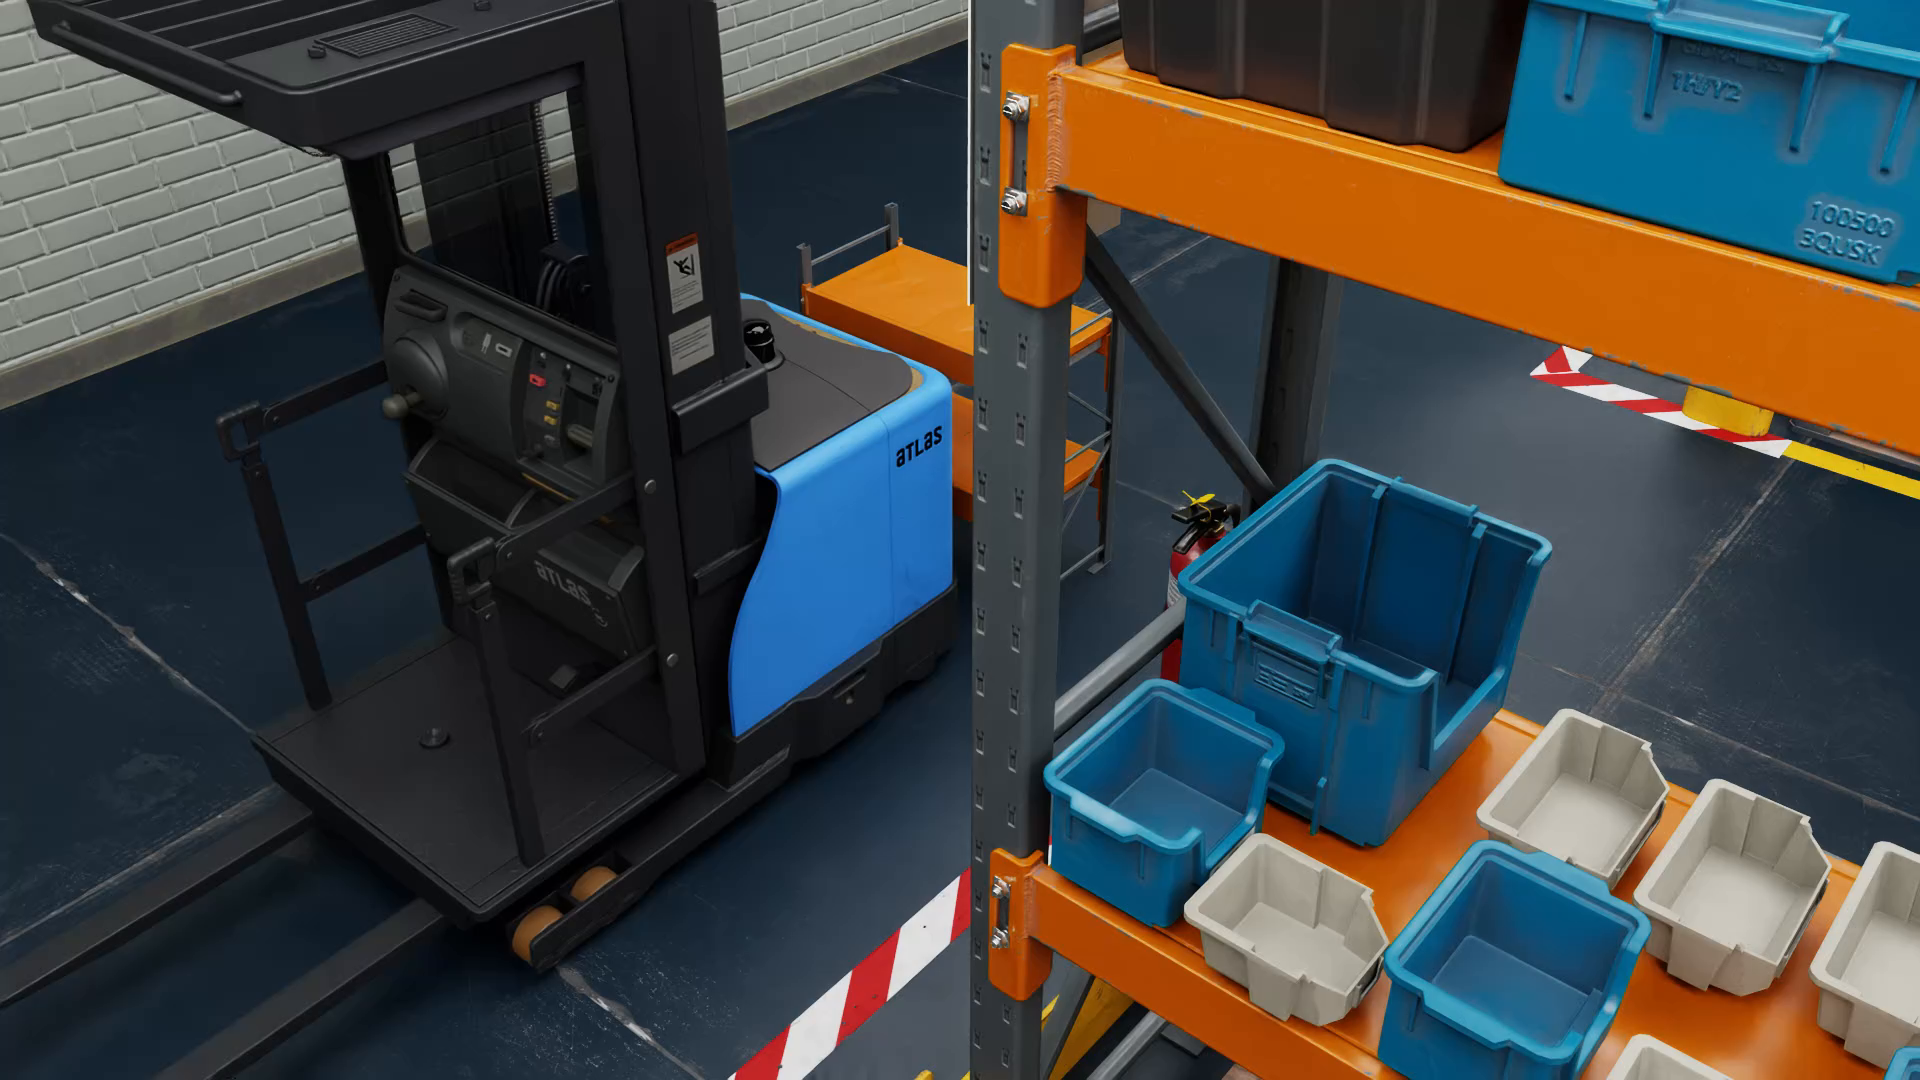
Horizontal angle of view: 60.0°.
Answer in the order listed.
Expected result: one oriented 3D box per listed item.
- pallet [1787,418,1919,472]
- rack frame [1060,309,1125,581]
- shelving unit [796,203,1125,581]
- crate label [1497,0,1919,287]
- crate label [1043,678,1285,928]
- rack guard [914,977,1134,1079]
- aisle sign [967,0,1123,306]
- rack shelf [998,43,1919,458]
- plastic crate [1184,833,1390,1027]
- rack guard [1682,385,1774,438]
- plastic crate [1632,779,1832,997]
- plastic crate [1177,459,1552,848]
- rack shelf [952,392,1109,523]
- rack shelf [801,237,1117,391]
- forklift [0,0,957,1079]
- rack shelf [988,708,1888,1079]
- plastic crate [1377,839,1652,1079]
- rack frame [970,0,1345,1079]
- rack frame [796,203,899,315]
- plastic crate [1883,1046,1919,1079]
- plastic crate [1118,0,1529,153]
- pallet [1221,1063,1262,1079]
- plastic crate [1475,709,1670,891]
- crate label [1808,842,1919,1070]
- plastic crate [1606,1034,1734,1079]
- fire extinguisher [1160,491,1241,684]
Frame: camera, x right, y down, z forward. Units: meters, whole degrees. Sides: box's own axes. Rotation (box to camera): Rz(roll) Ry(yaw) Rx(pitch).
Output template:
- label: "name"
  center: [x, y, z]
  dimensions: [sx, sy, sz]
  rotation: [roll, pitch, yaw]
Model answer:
- label: "pallet"
  center: [4.218, -0.547, 6.859]
  dimensions: [1.213, 0.211, 1.003]
  rotation: [25, 42, 32]
- label: "rack frame"
  center: [0.385, -0.282, 5.667]
  dimensions: [0.032, 1.125, 0.500]
  rotation: [25, 42, 32]
- label: "shelving unit"
  center: [-0.005, -0.466, 5.935]
  dimensions: [1.048, 1.125, 0.538]
  rotation: [25, 42, 32]
- label: "crate label"
  center: [0.886, -0.497, 1.806]
  dimensions: [0.502, 0.251, 0.408]
  rotation: [25, 42, 32]
- label: "crate label"
  center: [0.363, 0.480, 2.996]
  dimensions: [0.303, 0.233, 0.416]
  rotation: [25, 42, 32]
- label: "rack guard"
  center: [0.357, 1.231, 4.016]
  dimensions: [0.348, 0.500, 1.175]
  rotation: [25, 42, 32]
- label: "aisle sign"
  center: [0.139, -0.765, 2.418]
  dimensions: [0.004, 0.787, 0.394]
  rotation: [25, 42, 32]
- label: "rack shelf"
  center: [1.921, -0.012, 1.604]
  dimensions: [4.000, 0.370, 1.077]
  rotation: [25, 42, 32]
- label: "plastic crate"
  center: [0.557, 0.672, 2.802]
  dimensions: [0.298, 0.136, 0.250]
  rotation: [25, 42, 32]
- label: "rack guard"
  center: [3.535, -0.930, 7.162]
  dimensions: [0.348, 0.500, 1.175]
  rotation: [25, 42, 32]
- label: "plastic crate"
  center: [1.340, 0.615, 2.885]
  dimensions: [0.243, 0.136, 0.396]
  rotation: [25, 42, 32]
- label: "plastic crate"
  center: [0.761, 0.204, 3.219]
  dimensions: [0.499, 0.435, 0.616]
  rotation: [25, 42, 32]
- label: "rack shelf"
  center: [-0.005, -0.265, 6.074]
  dimensions: [1.000, 0.278, 0.538]
  rotation: [25, 42, 32]
- label: "rack shelf"
  center: [-0.005, -0.707, 5.769]
  dimensions: [1.000, 0.278, 0.538]
  rotation: [25, 42, 32]
- label: "forklift"
  center: [-1.337, -0.361, 4.187]
  dimensions: [1.130, 2.935, 3.031]
  rotation: [25, 42, 32]
- label: "rack shelf"
  center: [1.921, 1.224, 2.453]
  dimensions: [4.000, 0.370, 1.077]
  rotation: [25, 42, 32]
- label: "plastic crate"
  center: [0.869, 0.719, 2.649]
  dimensions: [0.300, 0.233, 0.416]
  rotation: [25, 42, 32]
- label: "rack frame"
  center: [0.384, 0.203, 3.304]
  dimensions: [0.127, 3.000, 1.000]
  rotation: [25, 42, 32]
- label: "rack frame"
  center: [-0.396, -0.650, 6.203]
  dimensions: [0.032, 1.125, 0.500]
  rotation: [25, 42, 32]
- label: "plastic crate"
  center: [1.375, 0.957, 2.302]
  dimensions: [0.300, 0.233, 0.416]
  rotation: [25, 42, 32]
- label: "plastic crate"
  center: [0.502, -0.719, 2.113]
  dimensions: [0.590, 0.269, 0.497]
  rotation: [25, 42, 32]
- label: "pallet"
  center: [0.993, 1.668, 3.634]
  dimensions: [1.213, 0.211, 1.003]
  rotation: [25, 42, 32]
- label: "plastic crate"
  center: [1.127, 0.504, 3.047]
  dimensions: [0.243, 0.136, 0.396]
  rotation: [25, 42, 32]
- label: "crate label"
  center: [1.570, 0.705, 2.753]
  dimensions: [0.243, 0.136, 0.396]
  rotation: [25, 42, 32]
- label: "plastic crate"
  center: [1.078, 0.918, 2.444]
  dimensions: [0.298, 0.136, 0.250]
  rotation: [25, 42, 32]
- label: "fire extinguisher"
  center: [0.559, 0.137, 3.799]
  dimensions: [0.183, 0.674, 0.296]
  rotation: [25, 42, 32]
